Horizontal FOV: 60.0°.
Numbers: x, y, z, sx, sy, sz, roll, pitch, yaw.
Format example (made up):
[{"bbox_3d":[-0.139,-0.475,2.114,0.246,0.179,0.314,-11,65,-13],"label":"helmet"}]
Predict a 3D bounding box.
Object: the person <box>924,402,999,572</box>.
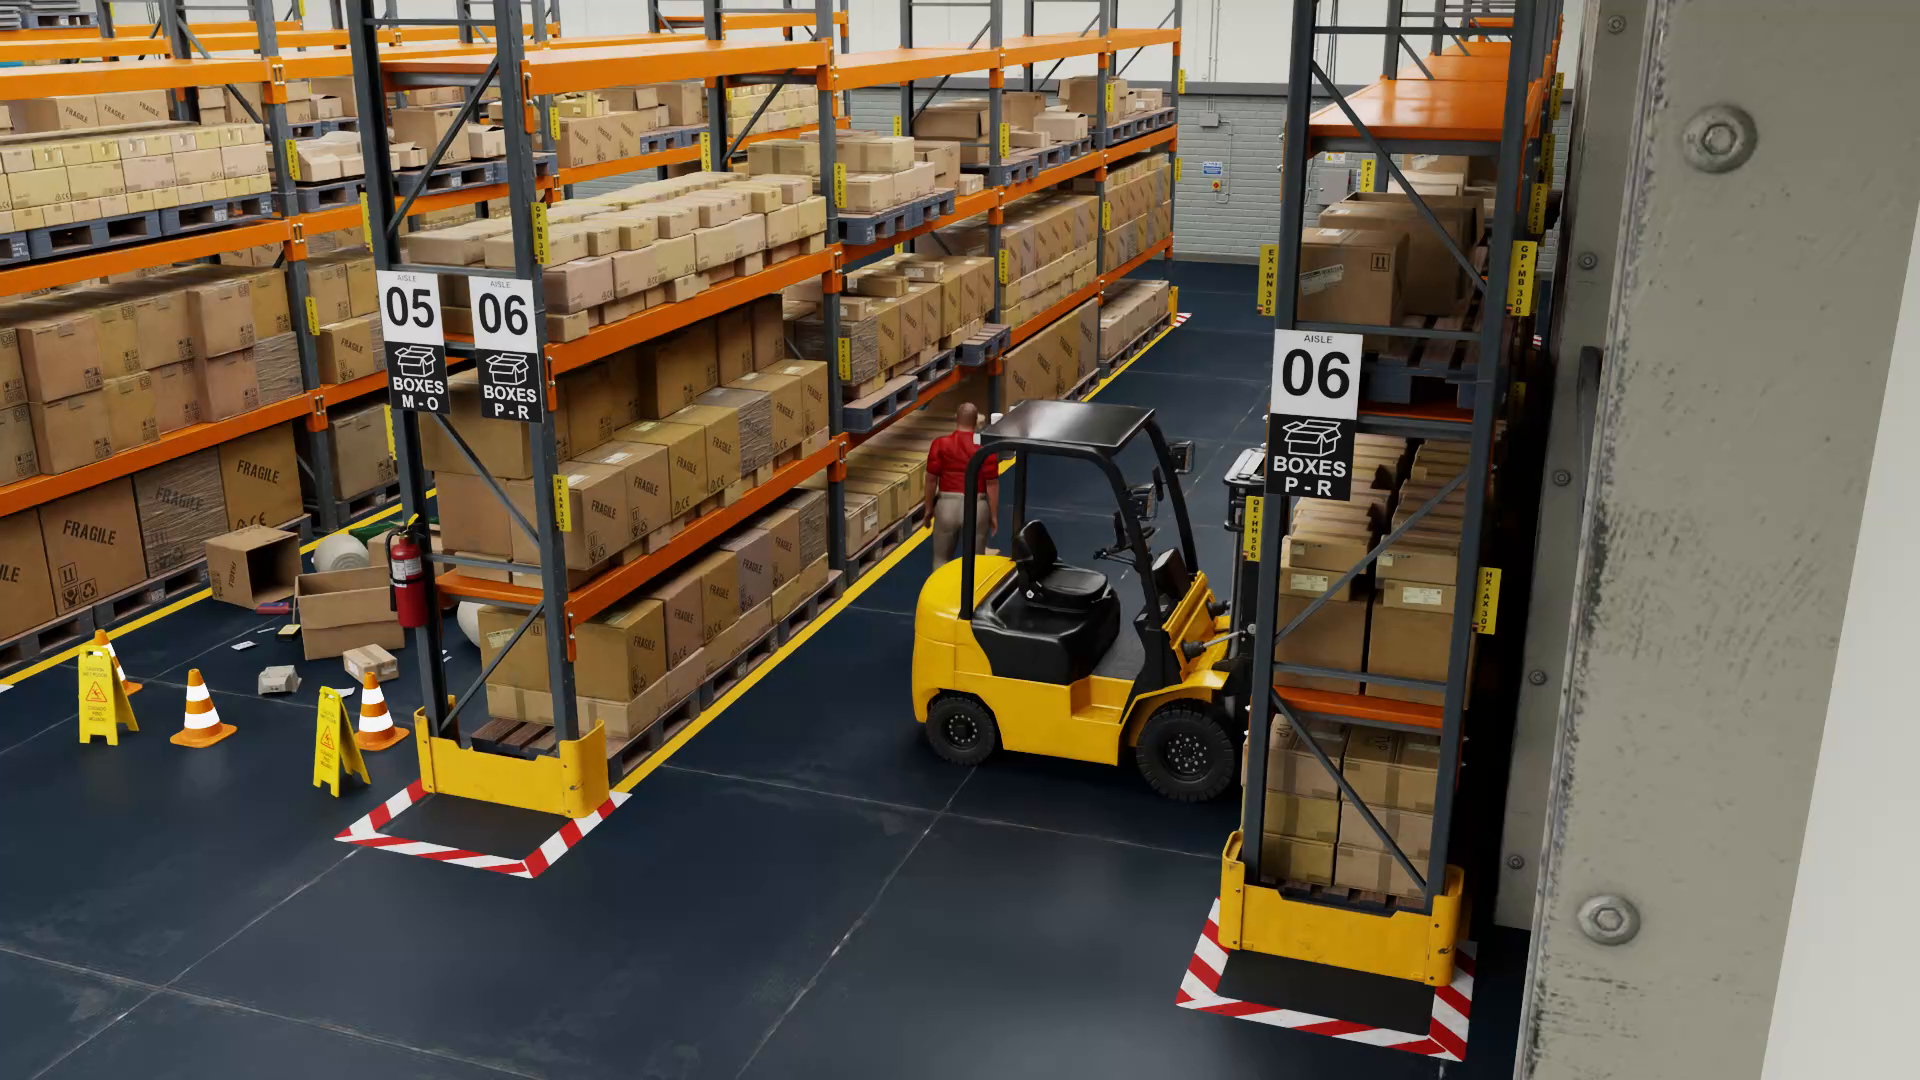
[{"bbox_3d":[0.007,-0.164,12.613,0.581,1.787,0.378,3,19,8],"label":"person"}]
